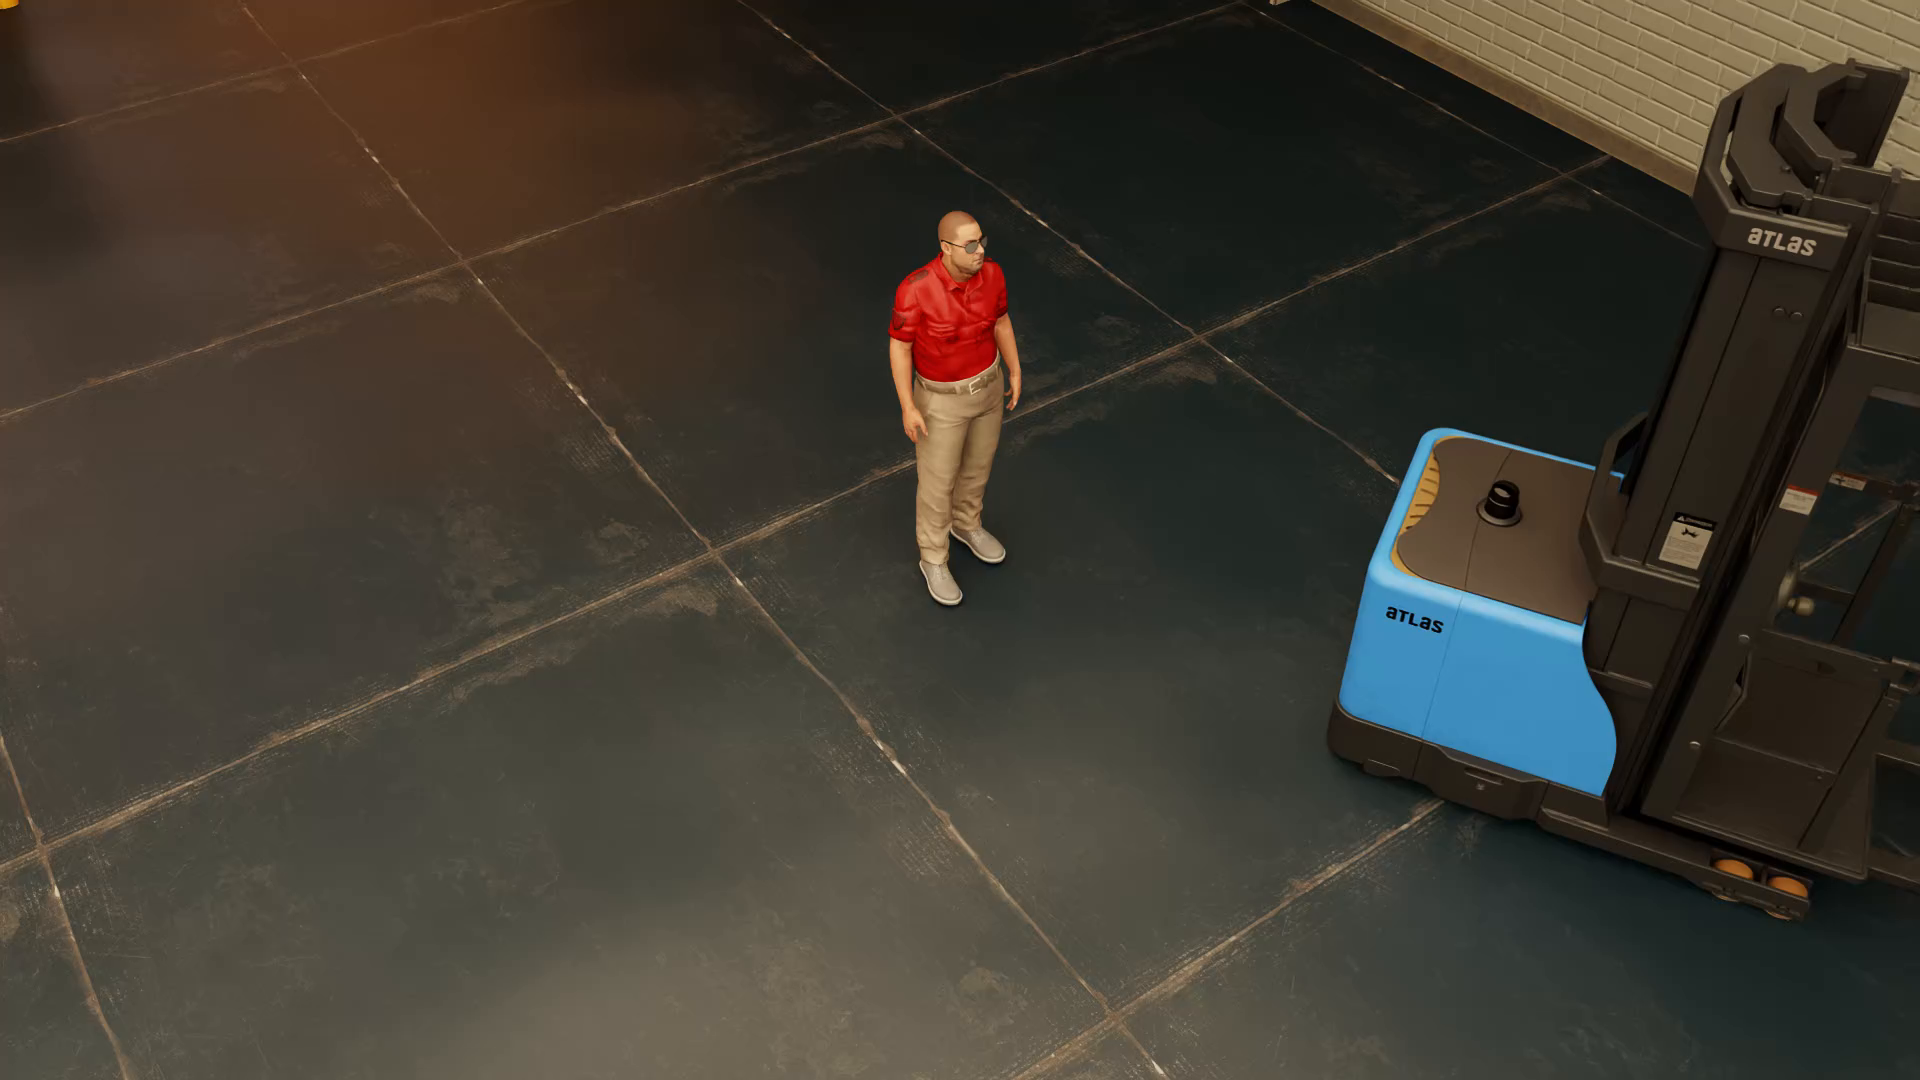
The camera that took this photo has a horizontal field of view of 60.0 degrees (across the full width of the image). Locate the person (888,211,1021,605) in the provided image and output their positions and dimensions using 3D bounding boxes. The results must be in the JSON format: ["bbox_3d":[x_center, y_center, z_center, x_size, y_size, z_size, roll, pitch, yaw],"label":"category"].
[{"bbox_3d":[0.041,-0.586,7.229,0.640,1.727,0.551,-25,48,-25],"label":"person"}]

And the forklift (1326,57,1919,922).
[{"bbox_3d":[3.076,-0.053,5.773,3.031,2.935,1.130,17,45,18],"label":"forklift"}]
